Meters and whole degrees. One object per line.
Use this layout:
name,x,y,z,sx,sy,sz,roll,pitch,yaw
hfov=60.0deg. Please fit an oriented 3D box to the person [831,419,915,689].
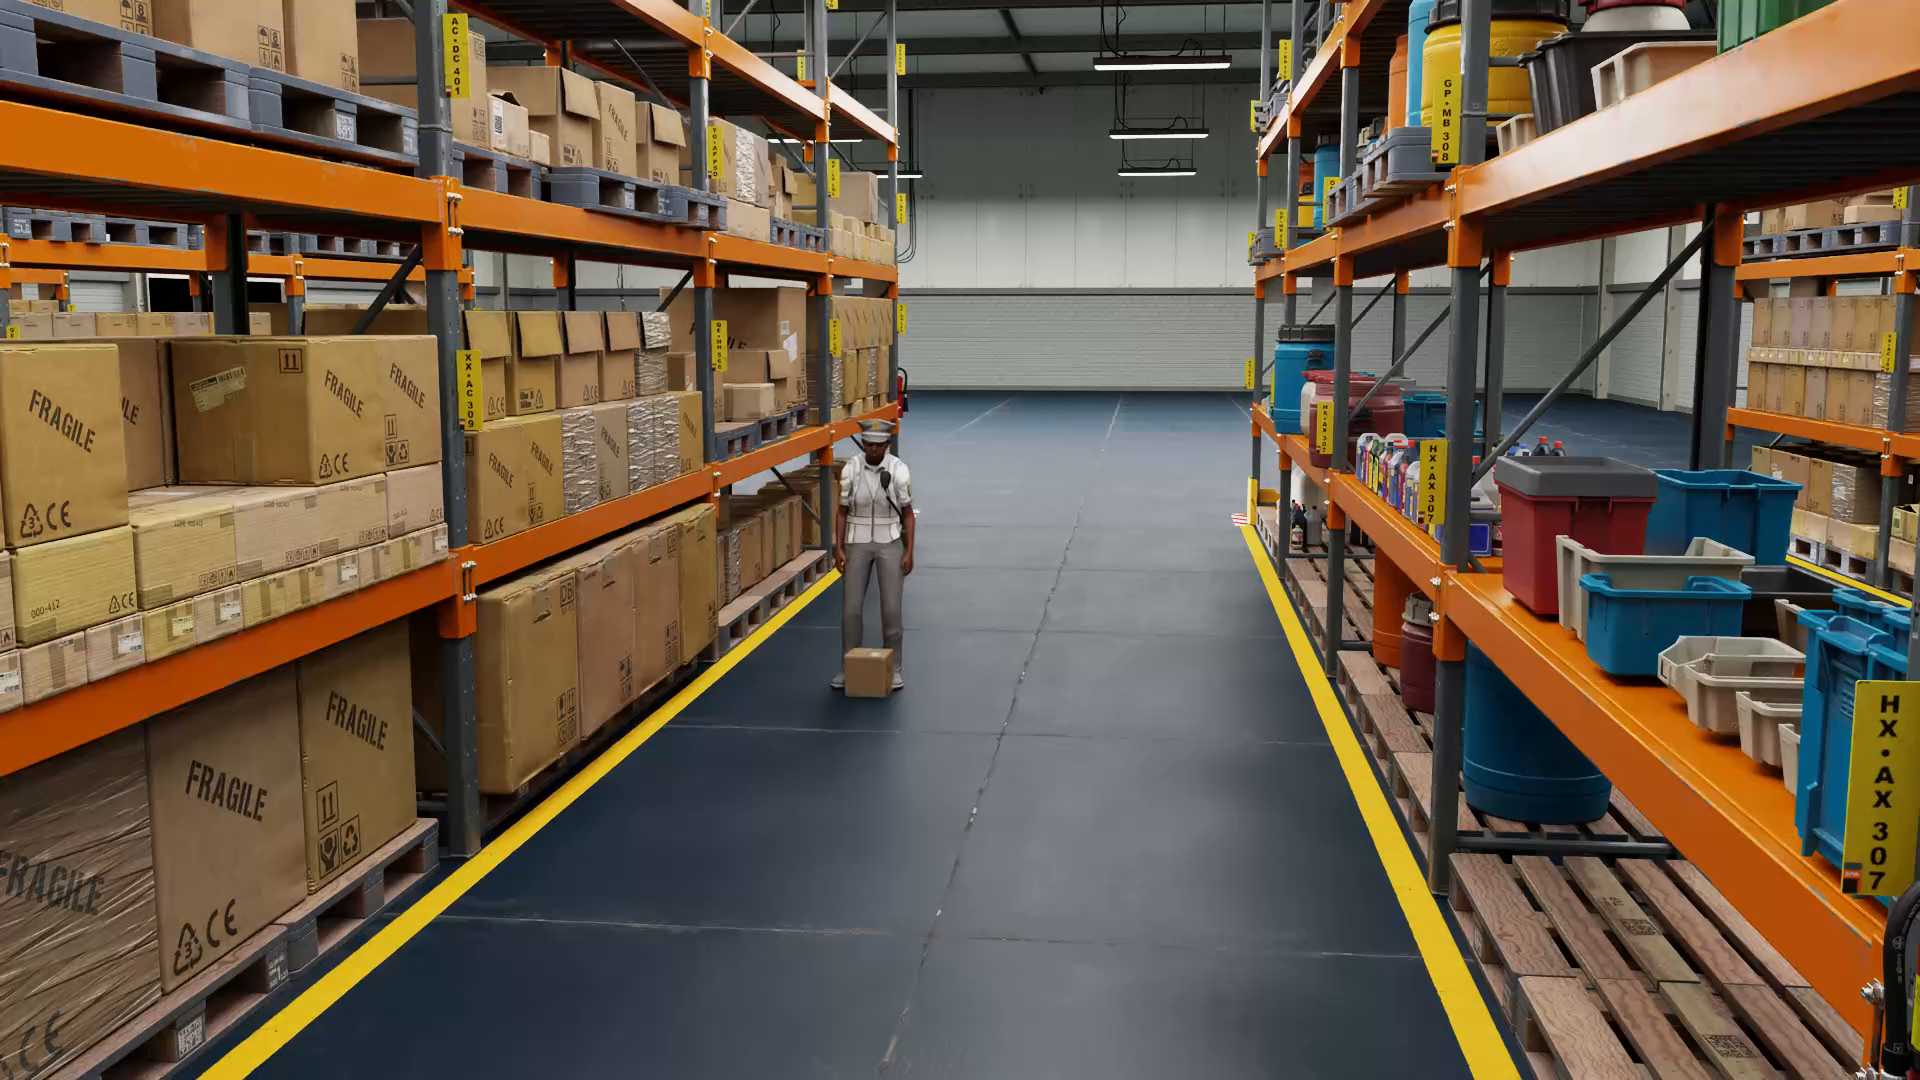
person,-0.536,0.078,10.234,0.513,1.656,0.396,1,8,4
